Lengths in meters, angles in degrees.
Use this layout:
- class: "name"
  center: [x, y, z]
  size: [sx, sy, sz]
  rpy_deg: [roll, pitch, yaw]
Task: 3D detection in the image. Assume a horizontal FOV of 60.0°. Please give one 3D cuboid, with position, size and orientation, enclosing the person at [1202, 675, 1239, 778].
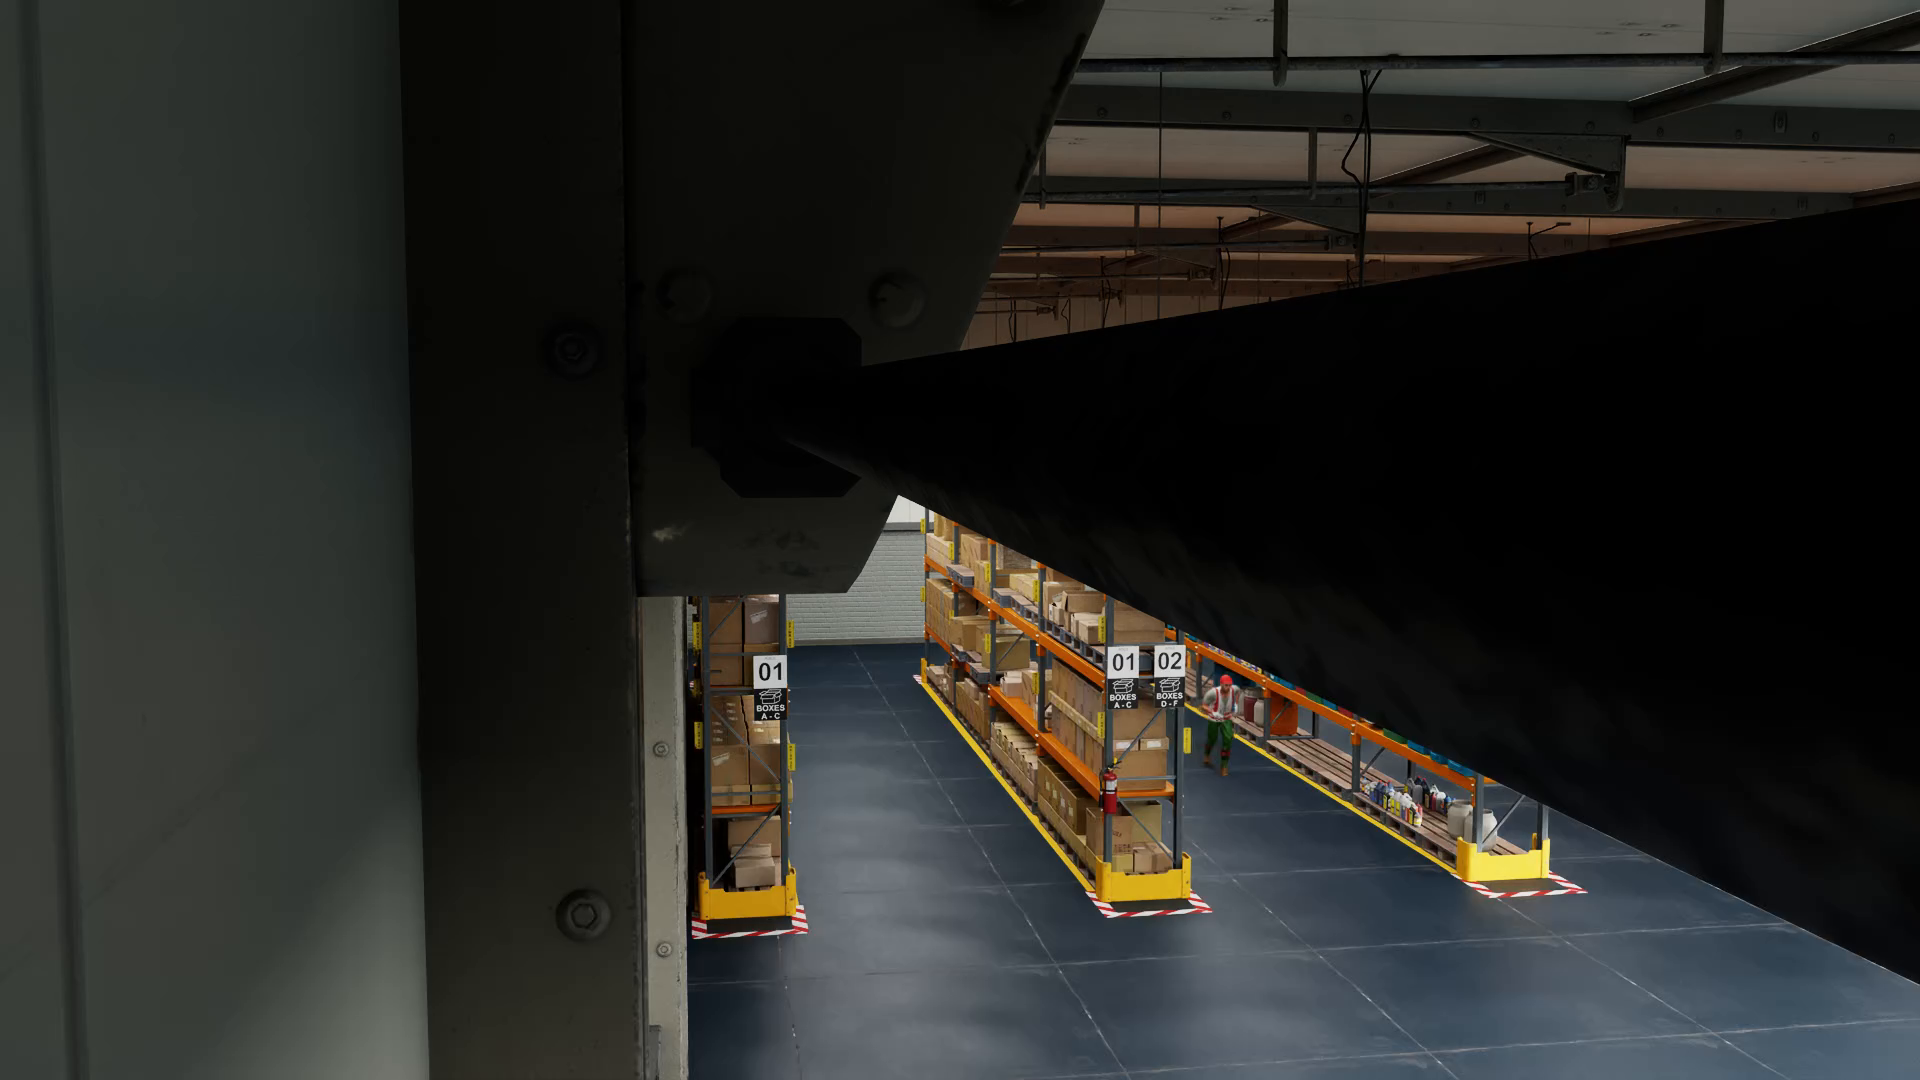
- class: "person"
  center: [4.323, 3.055, 27.861]
  size: [0.703, 1.731, 1.058]
  rpy_deg: [-1, 5, -14]
